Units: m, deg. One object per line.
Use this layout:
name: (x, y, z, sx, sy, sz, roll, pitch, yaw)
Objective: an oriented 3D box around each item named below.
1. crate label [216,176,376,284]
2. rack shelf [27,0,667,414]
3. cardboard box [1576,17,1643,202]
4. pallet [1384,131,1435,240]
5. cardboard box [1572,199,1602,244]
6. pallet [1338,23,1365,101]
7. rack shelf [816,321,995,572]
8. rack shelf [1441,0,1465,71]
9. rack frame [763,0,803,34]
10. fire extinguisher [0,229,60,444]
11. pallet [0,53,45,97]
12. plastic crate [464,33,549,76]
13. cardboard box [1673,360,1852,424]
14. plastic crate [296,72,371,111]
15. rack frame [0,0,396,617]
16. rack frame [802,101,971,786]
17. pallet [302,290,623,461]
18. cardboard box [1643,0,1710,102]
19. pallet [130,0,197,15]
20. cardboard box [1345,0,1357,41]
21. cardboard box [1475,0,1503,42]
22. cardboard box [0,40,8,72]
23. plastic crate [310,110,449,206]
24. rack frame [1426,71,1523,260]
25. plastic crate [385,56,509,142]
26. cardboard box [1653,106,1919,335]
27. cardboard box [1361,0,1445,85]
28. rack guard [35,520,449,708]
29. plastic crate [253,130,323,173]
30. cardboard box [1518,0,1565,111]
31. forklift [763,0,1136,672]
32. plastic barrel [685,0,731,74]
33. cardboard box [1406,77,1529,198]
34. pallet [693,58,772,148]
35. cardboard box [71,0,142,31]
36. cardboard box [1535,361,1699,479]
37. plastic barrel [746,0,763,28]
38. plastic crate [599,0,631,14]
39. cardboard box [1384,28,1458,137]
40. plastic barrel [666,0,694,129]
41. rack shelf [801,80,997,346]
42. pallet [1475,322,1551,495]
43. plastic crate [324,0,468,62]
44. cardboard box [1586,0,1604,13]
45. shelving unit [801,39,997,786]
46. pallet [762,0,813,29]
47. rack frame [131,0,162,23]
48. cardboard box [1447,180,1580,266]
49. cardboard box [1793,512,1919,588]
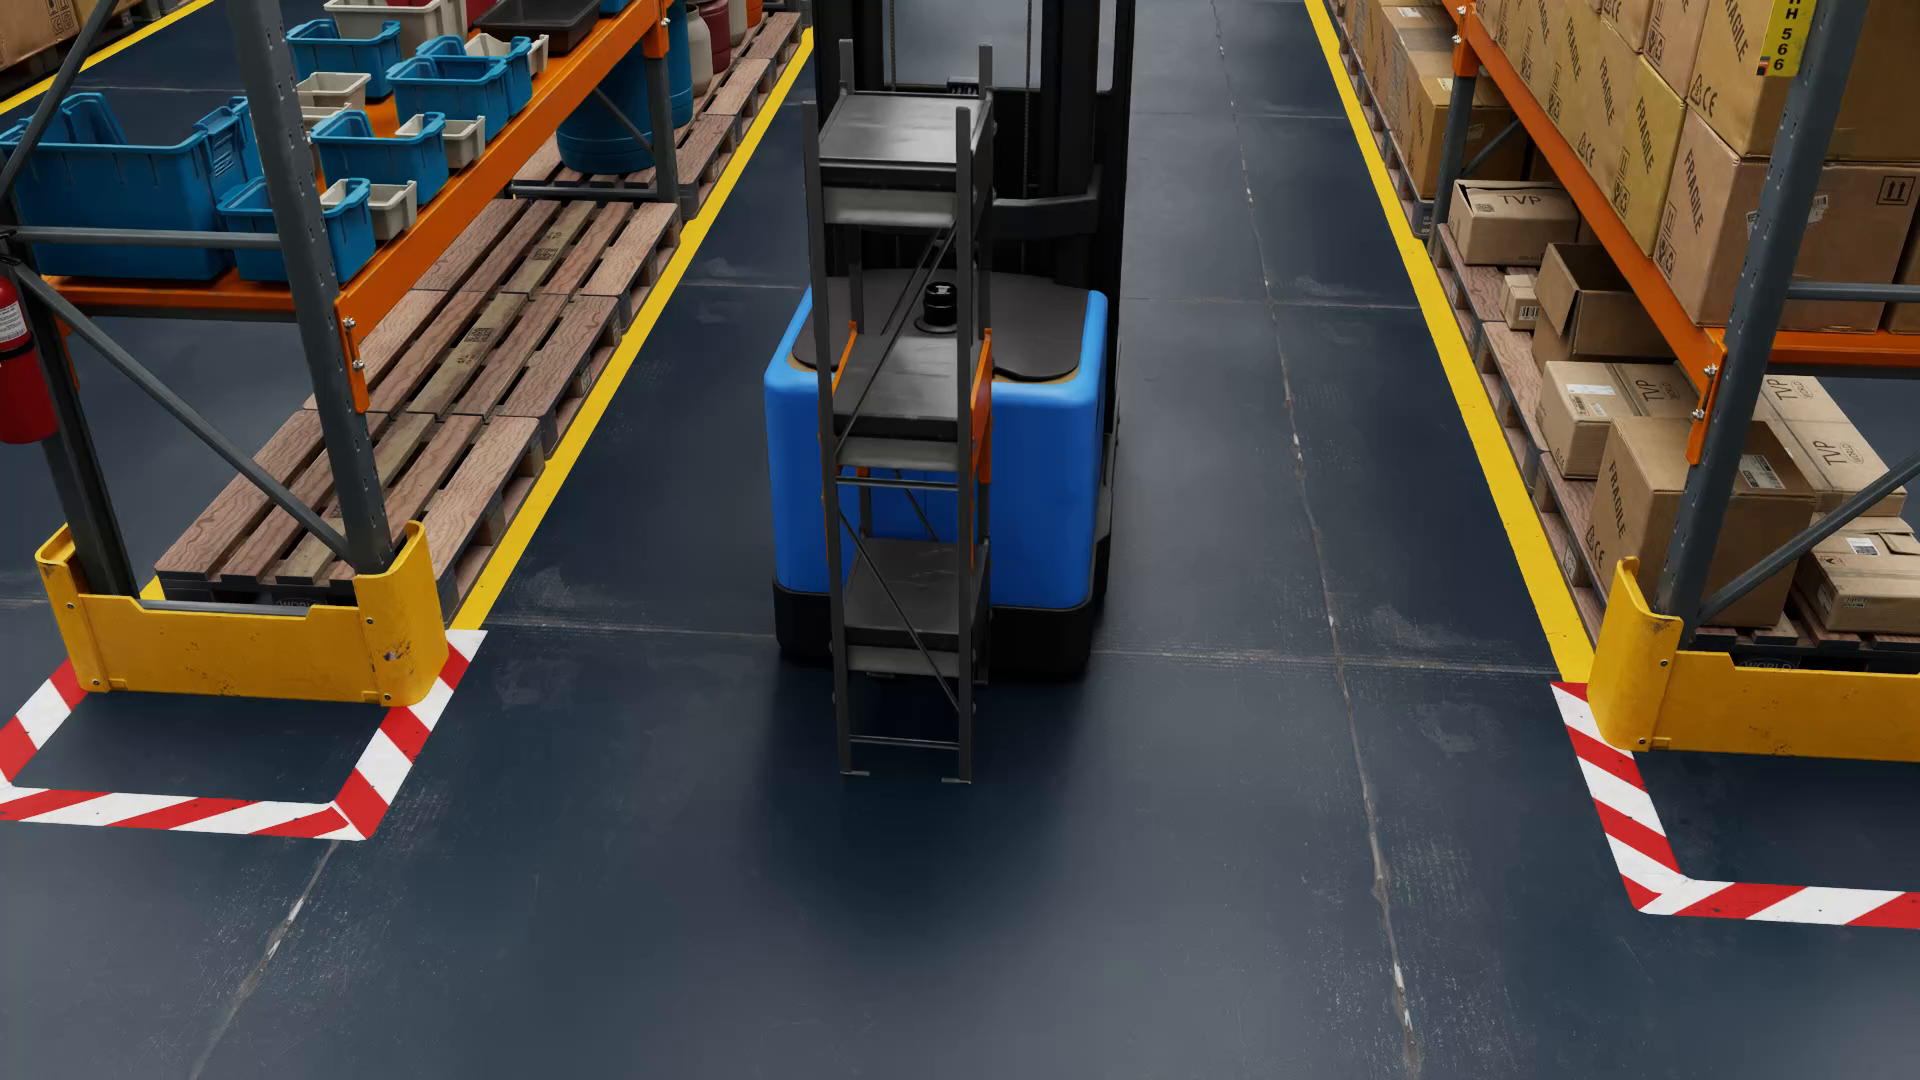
crate label: (-1.978, -0.931, 5.003, 0.416, 0.233, 0.303, 2, 32, 4)
rack shelf: (-2.164, -1.601, 6.674, 1.077, 0.370, 4.000, 2, 32, 4)
cardboard box: (2.460, -1.468, 5.678, 0.500, 0.500, 0.500, 3, 32, 4)
pallet: (2.964, -1.979, 9.260, 1.003, 0.211, 1.213, 2, 32, 4)
cardboard box: (3.172, -1.552, 7.873, 0.500, 0.500, 0.500, 2, 32, 4)
pallet: (3.163, -3.255, 11.331, 1.003, 0.211, 1.213, 2, 32, 4)
rack shelf: (-0.140, -0.270, 4.697, 0.431, 0.518, 0.480, 4, 34, 6)
rack shelf: (3.099, -3.479, 9.722, 1.077, 0.370, 4.000, 2, 32, 4)
rack frame: (-1.675, -5.045, 11.577, 1.000, 3.000, 0.127, 2, 32, 4)
fire extinguisher: (-2.792, -0.610, 4.810, 0.296, 0.674, 0.183, 2, 32, 4)
pallet: (-6.853, -3.024, 10.955, 1.003, 0.211, 1.213, 2, 32, 4)
plastic crate: (-1.843, -1.943, 6.738, 0.293, 0.136, 0.466, 2, 32, 4)
cardboard box: (3.019, -0.460, 6.338, 0.500, 0.250, 0.500, 2, 32, 4)
plastic crate: (-2.399, -1.662, 6.282, 0.298, 0.136, 0.250, 2, 32, 4)
rack frame: (-2.327, -0.861, 4.789, 1.000, 3.000, 0.127, 2, 32, 4)
rack frame: (-0.170, -0.147, 4.487, 0.400, 2.100, 0.015, 4, 34, 6)
pallet: (-2.119, -0.740, 7.250, 1.003, 0.211, 1.213, 2, 32, 4)
cardboard box: (2.413, -1.625, 4.979, 0.500, 0.500, 0.500, 3, 32, 5)
pallet: (-6.547, -4.478, 13.314, 1.003, 0.211, 1.213, 2, 32, 4)
cardboard box: (2.940, -3.728, 11.404, 0.500, 0.500, 0.500, 4, 32, 6)
cardboard box: (2.623, -2.527, 7.396, 0.500, 0.500, 0.500, 3, 32, 5)
cardboard box: (-6.833, -3.242, 10.276, 1.225, 0.875, 0.875, 1, 32, 2)
plastic crate: (-1.925, -1.275, 5.562, 0.416, 0.233, 0.300, 2, 32, 4)
rack frame: (2.936, -2.739, 7.836, 1.000, 3.000, 0.127, 2, 32, 4)
plastic crate: (-1.871, -1.619, 6.121, 0.416, 0.233, 0.300, 2, 32, 4)
cardboard box: (2.375, -0.936, 4.815, 0.500, 0.500, 0.500, 3, 32, 5)
cardboard box: (2.857, -3.192, 10.534, 0.500, 0.500, 0.500, 2, 32, 3)
rack guard: (-2.316, 0.216, 5.423, 1.175, 0.500, 0.348, 2, 32, 4)
plastic crate: (-2.403, -1.360, 5.791, 0.396, 0.136, 0.243, 2, 32, 4)
cardboard box: (2.541, -1.998, 6.537, 0.500, 0.500, 0.500, 2, 32, 4)
forklift: (0.075, -1.572, 6.007, 1.130, 2.935, 3.031, 4, 32, 6)
plastic barrel: (-1.790, -3.350, 10.725, 0.600, 0.588, 0.708, 2, 32, 4)
cardboard box: (2.690, -2.133, 8.815, 0.500, 0.500, 0.500, 2, 32, 4)
pallet: (-1.800, -2.807, 10.604, 1.003, 0.211, 1.213, 2, 32, 4)
cardboard box: (-6.689, -4.170, 11.783, 1.225, 0.875, 0.875, 1, 32, 2)
cardboard box: (2.516, -0.455, 6.330, 0.500, 0.250, 0.500, 2, 32, 4)
plastic barrel: (-1.698, -4.043, 11.619, 0.600, 0.830, 0.708, 2, 32, 4)
plastic crate: (-1.699, -2.713, 7.751, 0.392, 0.384, 0.575, 2, 32, 4)
cardboard box: (2.780, -2.653, 9.659, 0.500, 0.500, 0.500, 3, 32, 5)
plastic barrel: (-1.882, -2.892, 9.684, 0.600, 0.901, 0.708, 2, 32, 4)
rack shelf: (-0.143, -0.853, 4.310, 0.431, 0.518, 0.480, 4, 34, 6)
pallet: (2.782, -0.553, 6.947, 1.003, 0.211, 1.213, 2, 32, 4)
plastic crate: (-2.309, -2.137, 6.915, 0.437, 0.282, 0.530, 2, 32, 4)
cardboard box: (2.492, -2.165, 5.855, 0.500, 0.500, 0.500, 3, 32, 6)
shelving unit: (-0.140, -0.281, 4.689, 0.431, 2.100, 0.503, 4, 34, 6)
pallet: (-1.573, -4.261, 12.963, 1.003, 0.211, 1.213, 2, 32, 4)
rack frame: (-6.612, -5.256, 11.920, 1.000, 3.000, 0.127, 2, 32, 4)
cardboard box: (2.686, -1.572, 8.085, 0.500, 0.311, 0.500, 2, 32, 4)
cardboard box: (3.007, 0.036, 5.614, 0.380, 0.166, 0.250, 2, 32, 4)
